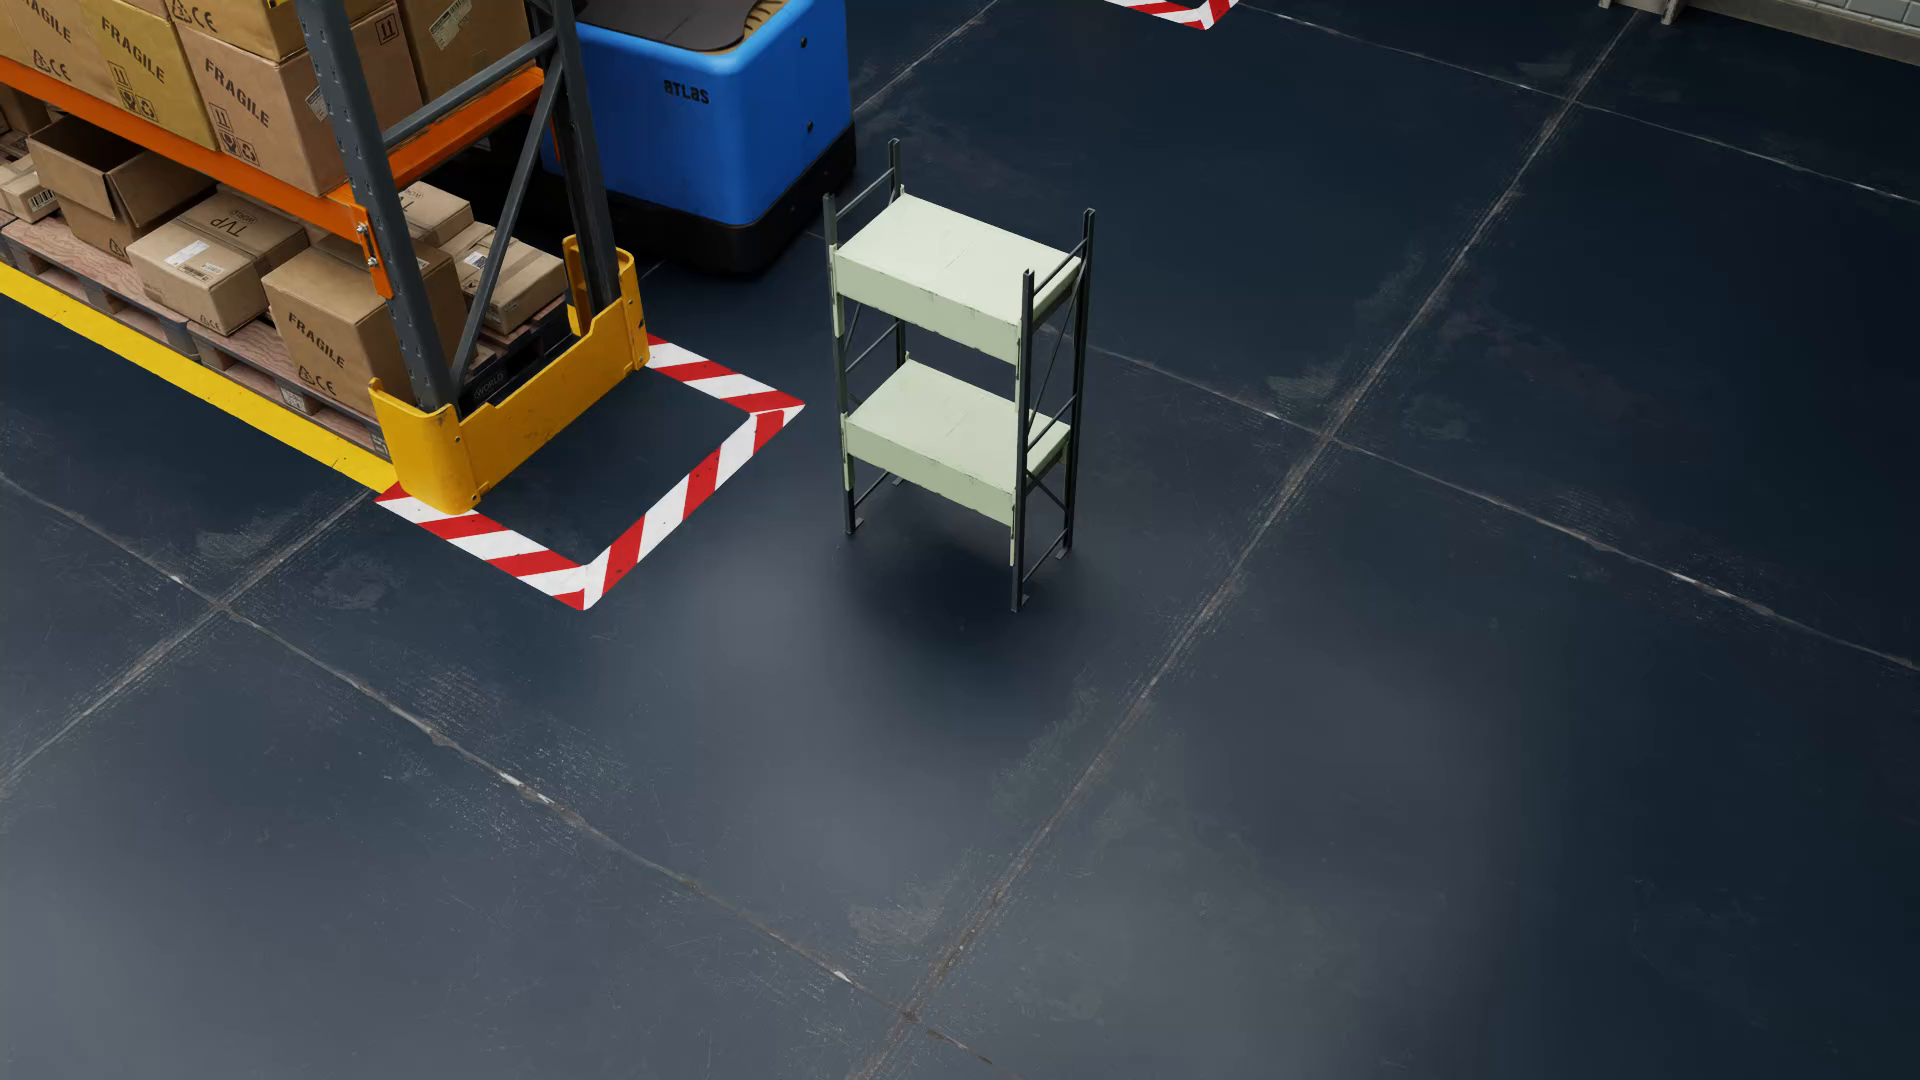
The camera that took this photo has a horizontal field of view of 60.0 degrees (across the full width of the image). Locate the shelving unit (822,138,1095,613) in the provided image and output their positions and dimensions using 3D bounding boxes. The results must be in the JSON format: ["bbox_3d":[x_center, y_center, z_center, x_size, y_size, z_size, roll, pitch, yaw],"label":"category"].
[{"bbox_3d":[-0.006,-0.525,5.715,0.755,1.500,0.431,25,51,22],"label":"shelving unit"}]

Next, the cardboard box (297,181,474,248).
[{"bbox_3d":[-2.400,-1.282,7.014,0.500,0.250,0.500,25,51,22],"label":"cardboard box"}]

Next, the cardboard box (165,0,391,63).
[{"bbox_3d":[-2.197,-1.901,5.239,0.500,0.500,0.500,24,51,22],"label":"cardboard box"}]

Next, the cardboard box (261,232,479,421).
[{"bbox_3d":[-2.265,-0.855,6.426,0.500,0.500,0.500,25,51,22],"label":"cardboard box"}]

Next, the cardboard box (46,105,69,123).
[{"bbox_3d":[-3.777,-1.937,7.608,0.500,0.311,0.500,25,51,22],"label":"cardboard box"}]

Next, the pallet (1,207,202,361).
[{"bbox_3d":[-3.433,-1.350,7.415,1.213,0.211,1.003,25,51,22],"label":"pallet"}]

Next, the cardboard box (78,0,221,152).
[{"bbox_3d":[-2.637,-1.754,5.793,0.500,0.500,0.500,25,51,22],"label":"cardboard box"}]

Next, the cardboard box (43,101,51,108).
[{"bbox_3d":[-4.061,-2.061,7.843,0.250,0.149,0.380,25,51,22],"label":"cardboard box"}]

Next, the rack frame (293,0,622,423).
[{"bbox_3d":[-1.674,-1.511,5.627,0.127,3.000,1.000,25,51,22],"label":"rack frame"}]

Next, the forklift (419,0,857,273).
[{"bbox_3d":[-2.047,-2.922,7.046,3.031,2.935,1.130,19,49,17],"label":"forklift"}]

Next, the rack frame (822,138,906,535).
[{"bbox_3d":[-0.314,-0.667,5.852,0.023,1.500,0.400,25,51,22],"label":"rack frame"}]

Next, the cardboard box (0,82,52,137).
[{"bbox_3d":[-4.409,-2.293,7.823,0.500,0.500,0.500,25,51,22],"label":"cardboard box"}]

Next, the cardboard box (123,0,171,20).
[{"bbox_3d":[-2.623,-2.096,5.428,0.500,0.500,0.500,26,51,23],"label":"cardboard box"}]

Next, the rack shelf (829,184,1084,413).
[{"bbox_3d":[-0.006,-0.797,5.435,0.720,0.370,0.431,25,51,22],"label":"rack shelf"}]

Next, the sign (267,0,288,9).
[{"bbox_3d":[-1.991,-1.698,4.780,0.005,0.325,0.100,25,51,22],"label":"sign"}]

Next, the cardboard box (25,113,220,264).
[{"bbox_3d":[-3.457,-1.619,7.166,0.637,0.503,0.797,25,51,22],"label":"cardboard box"}]

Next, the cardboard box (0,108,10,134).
[{"bbox_3d":[-4.805,-1.983,7.654,0.500,0.311,0.500,25,51,22],"label":"cardboard box"}]

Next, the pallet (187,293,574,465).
[{"bbox_3d":[-2.410,-0.877,6.955,1.213,0.211,1.003,25,51,22],"label":"pallet"}]

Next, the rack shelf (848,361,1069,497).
[{"bbox_3d":[-0.006,-0.366,5.878,0.686,0.124,0.368,25,51,22],"label":"rack shelf"}]

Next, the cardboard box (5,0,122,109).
[{"bbox_3d":[-3.054,-1.950,5.984,0.500,0.500,0.500,25,51,22],"label":"cardboard box"}]

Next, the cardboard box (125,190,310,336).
[{"bbox_3d":[-3.049,-1.154,6.890,0.500,0.250,0.500,25,51,22],"label":"cardboard box"}]

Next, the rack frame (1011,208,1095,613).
[{"bbox_3d":[0.302,-0.384,5.577,0.023,1.500,0.400,25,51,22],"label":"rack frame"}]

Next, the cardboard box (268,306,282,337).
[{"bbox_3d":[-2.557,-0.950,6.751,0.250,0.166,0.380,25,51,22],"label":"cardboard box"}]

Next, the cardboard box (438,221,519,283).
[{"bbox_3d":[-2.052,-1.144,6.939,0.250,0.166,0.380,25,51,22],"label":"cardboard box"}]

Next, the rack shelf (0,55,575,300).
[{"bbox_3d":[-3.358,-2.035,6.637,4.000,0.370,1.077,25,51,22],"label":"rack shelf"}]

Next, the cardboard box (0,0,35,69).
[{"bbox_3d":[-3.478,-2.146,6.174,0.500,0.500,0.500,24,50,22],"label":"cardboard box"}]

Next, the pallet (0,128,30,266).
[{"bbox_3d":[-4.464,-1.822,7.873,1.213,0.211,1.003,25,51,22],"label":"pallet"}]
